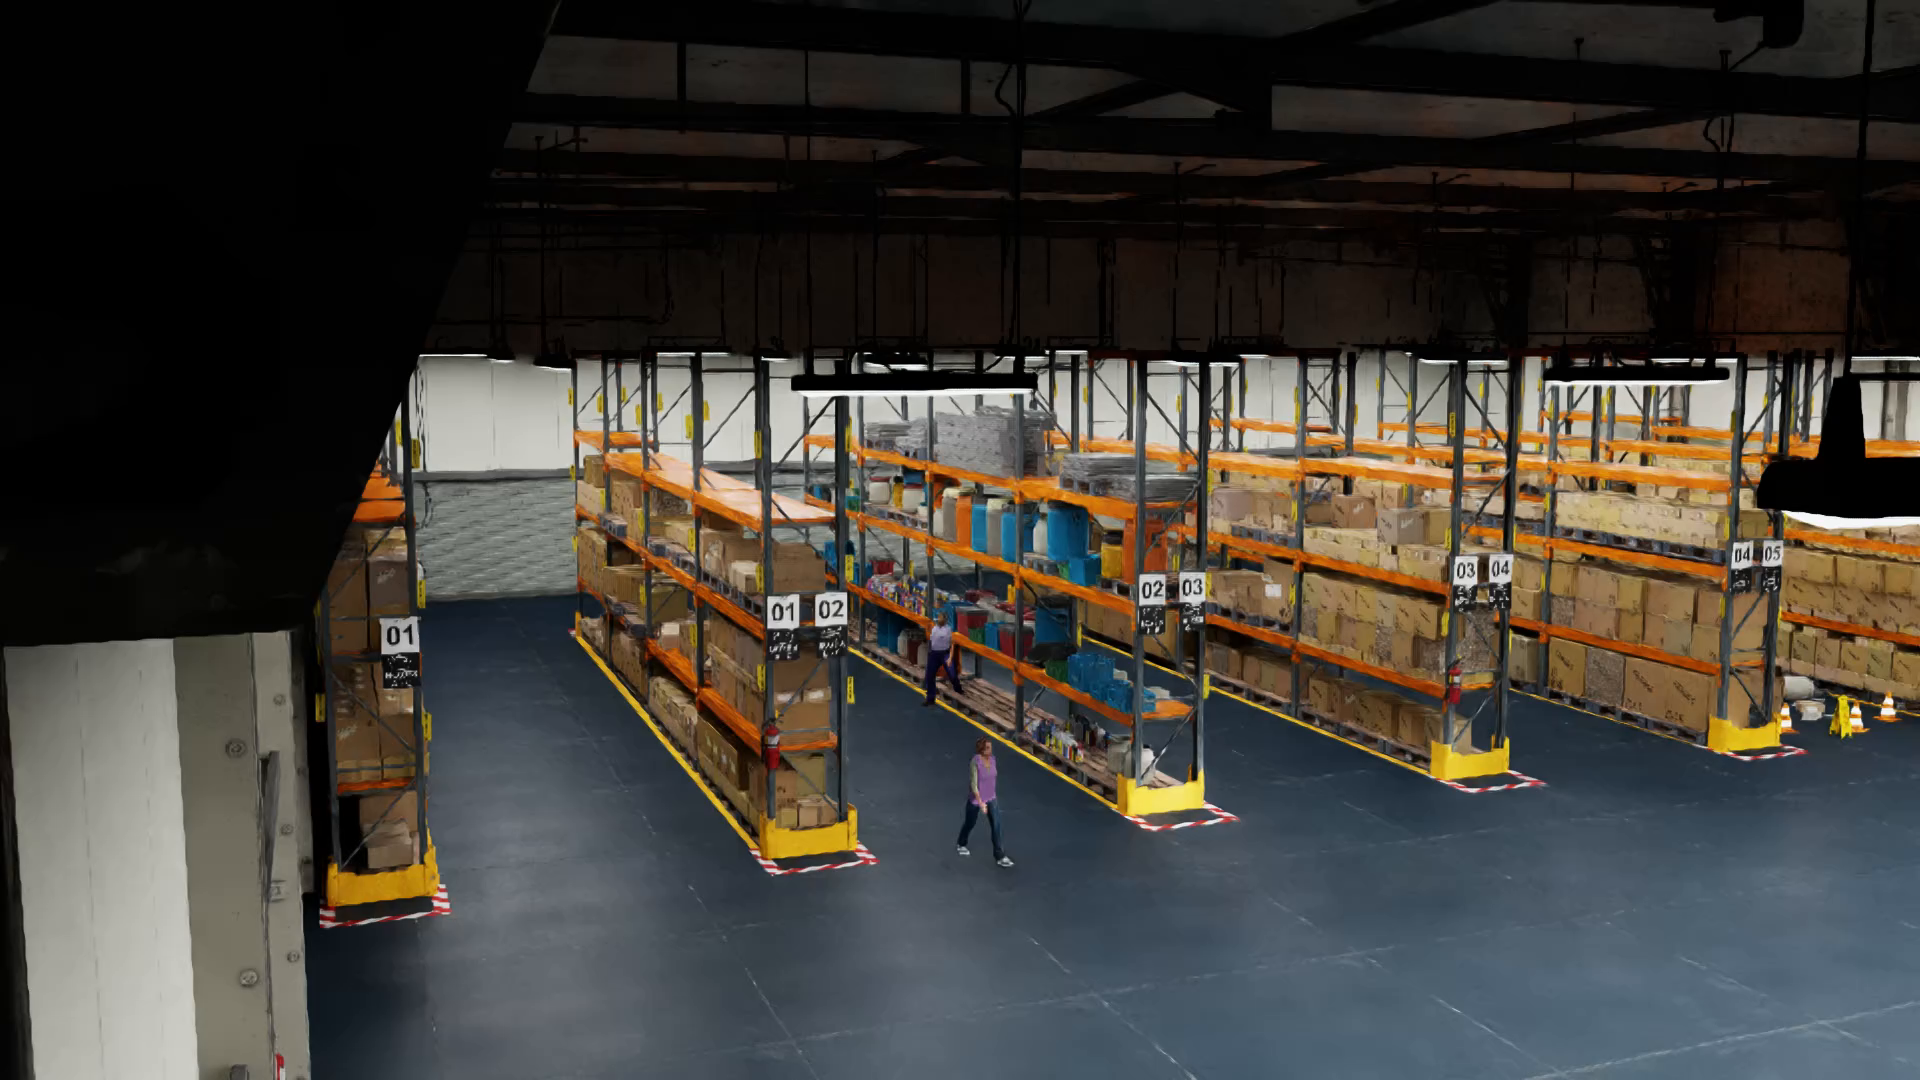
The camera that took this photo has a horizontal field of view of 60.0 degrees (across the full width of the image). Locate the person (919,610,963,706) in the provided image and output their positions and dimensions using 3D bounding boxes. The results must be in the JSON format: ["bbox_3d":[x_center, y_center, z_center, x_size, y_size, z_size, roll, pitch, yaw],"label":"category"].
[{"bbox_3d":[-0.261,2.014,28.361,0.712,1.619,0.589,4,8,30],"label":"person"}]

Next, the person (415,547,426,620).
[{"bbox_3d":[-12.178,0.961,36.659,0.538,1.655,0.689,4,8,26],"label":"person"}]

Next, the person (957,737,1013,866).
[{"bbox_3d":[0.262,3.094,19.878,0.409,1.533,0.955,-4,8,-29],"label":"person"}]
